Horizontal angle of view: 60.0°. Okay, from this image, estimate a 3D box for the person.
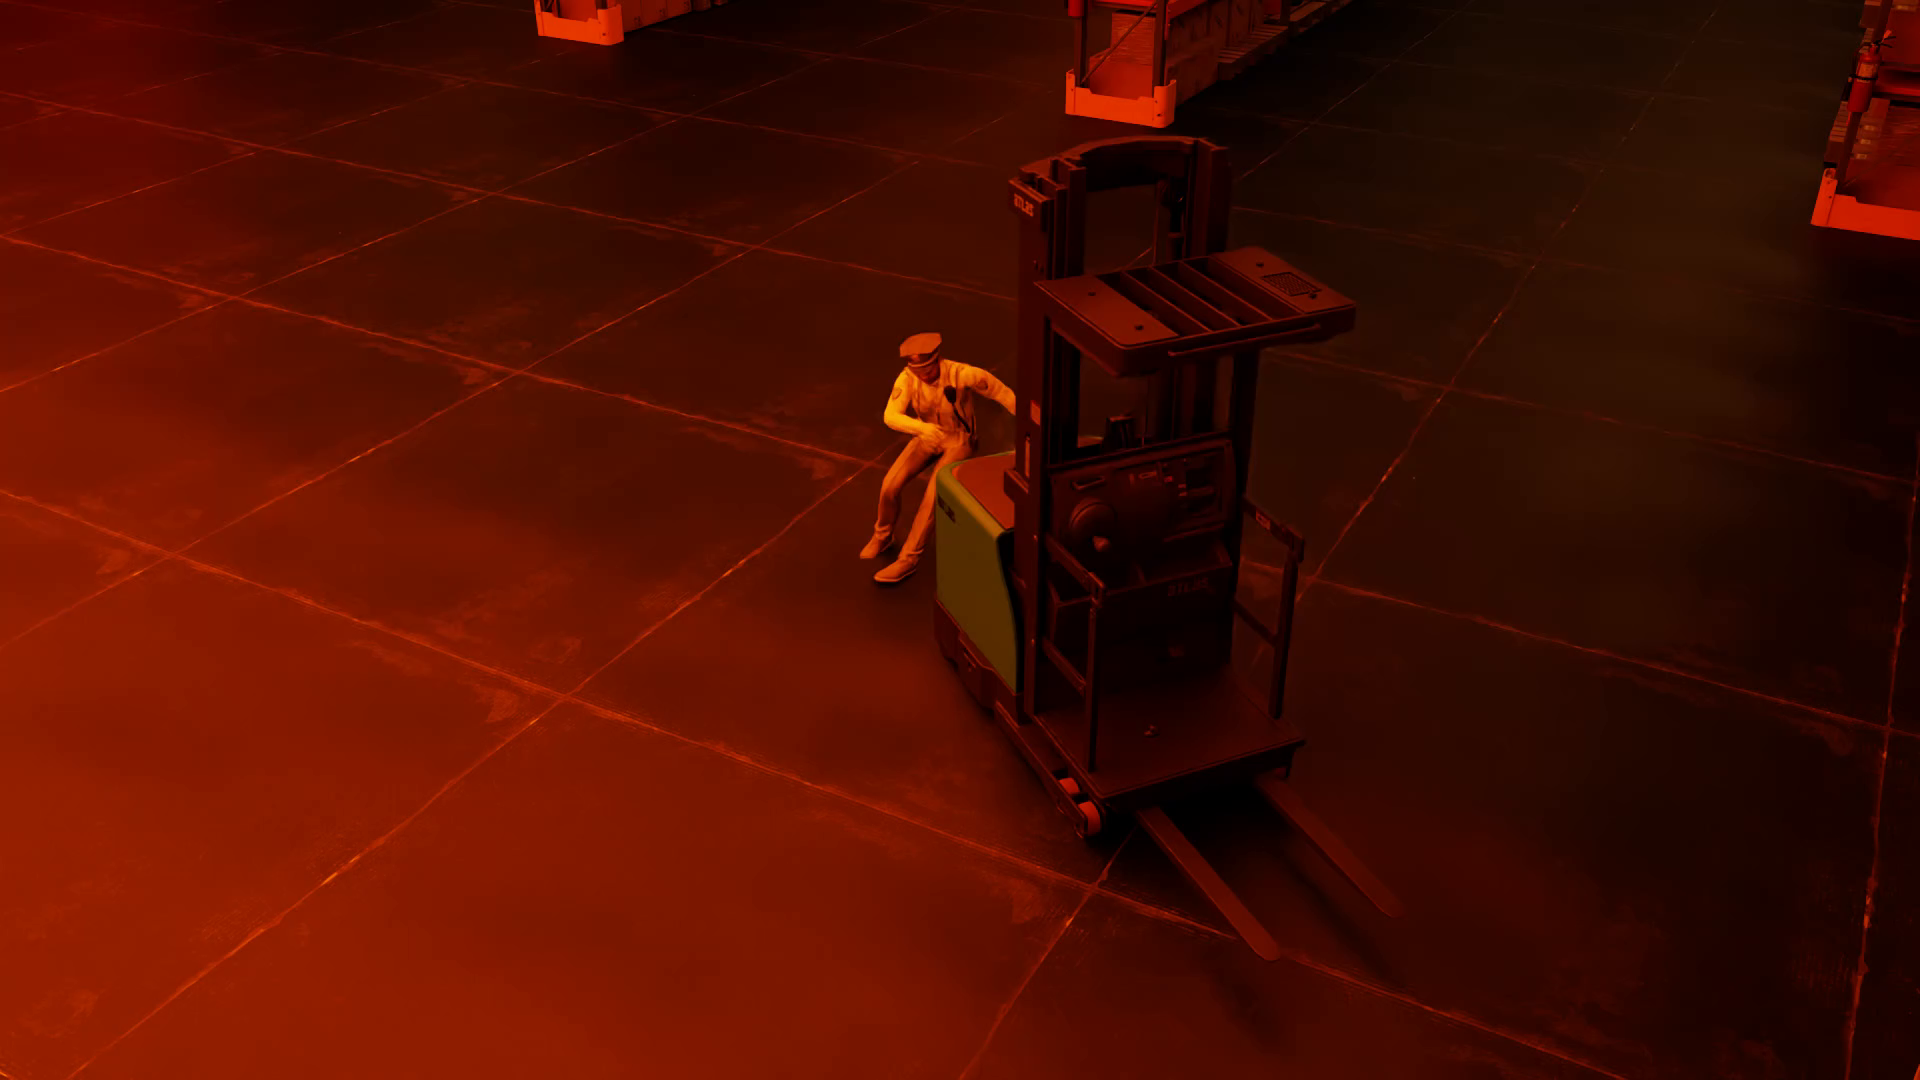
[{"bbox_3d":[-0.091,-0.468,9.505,0.993,1.416,0.900,9,31,15],"label":"person"}]

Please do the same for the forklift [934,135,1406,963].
[{"bbox_3d":[0.922,-0.149,7.328,1.130,2.935,3.031,-13,32,-21],"label":"forklift"}]
